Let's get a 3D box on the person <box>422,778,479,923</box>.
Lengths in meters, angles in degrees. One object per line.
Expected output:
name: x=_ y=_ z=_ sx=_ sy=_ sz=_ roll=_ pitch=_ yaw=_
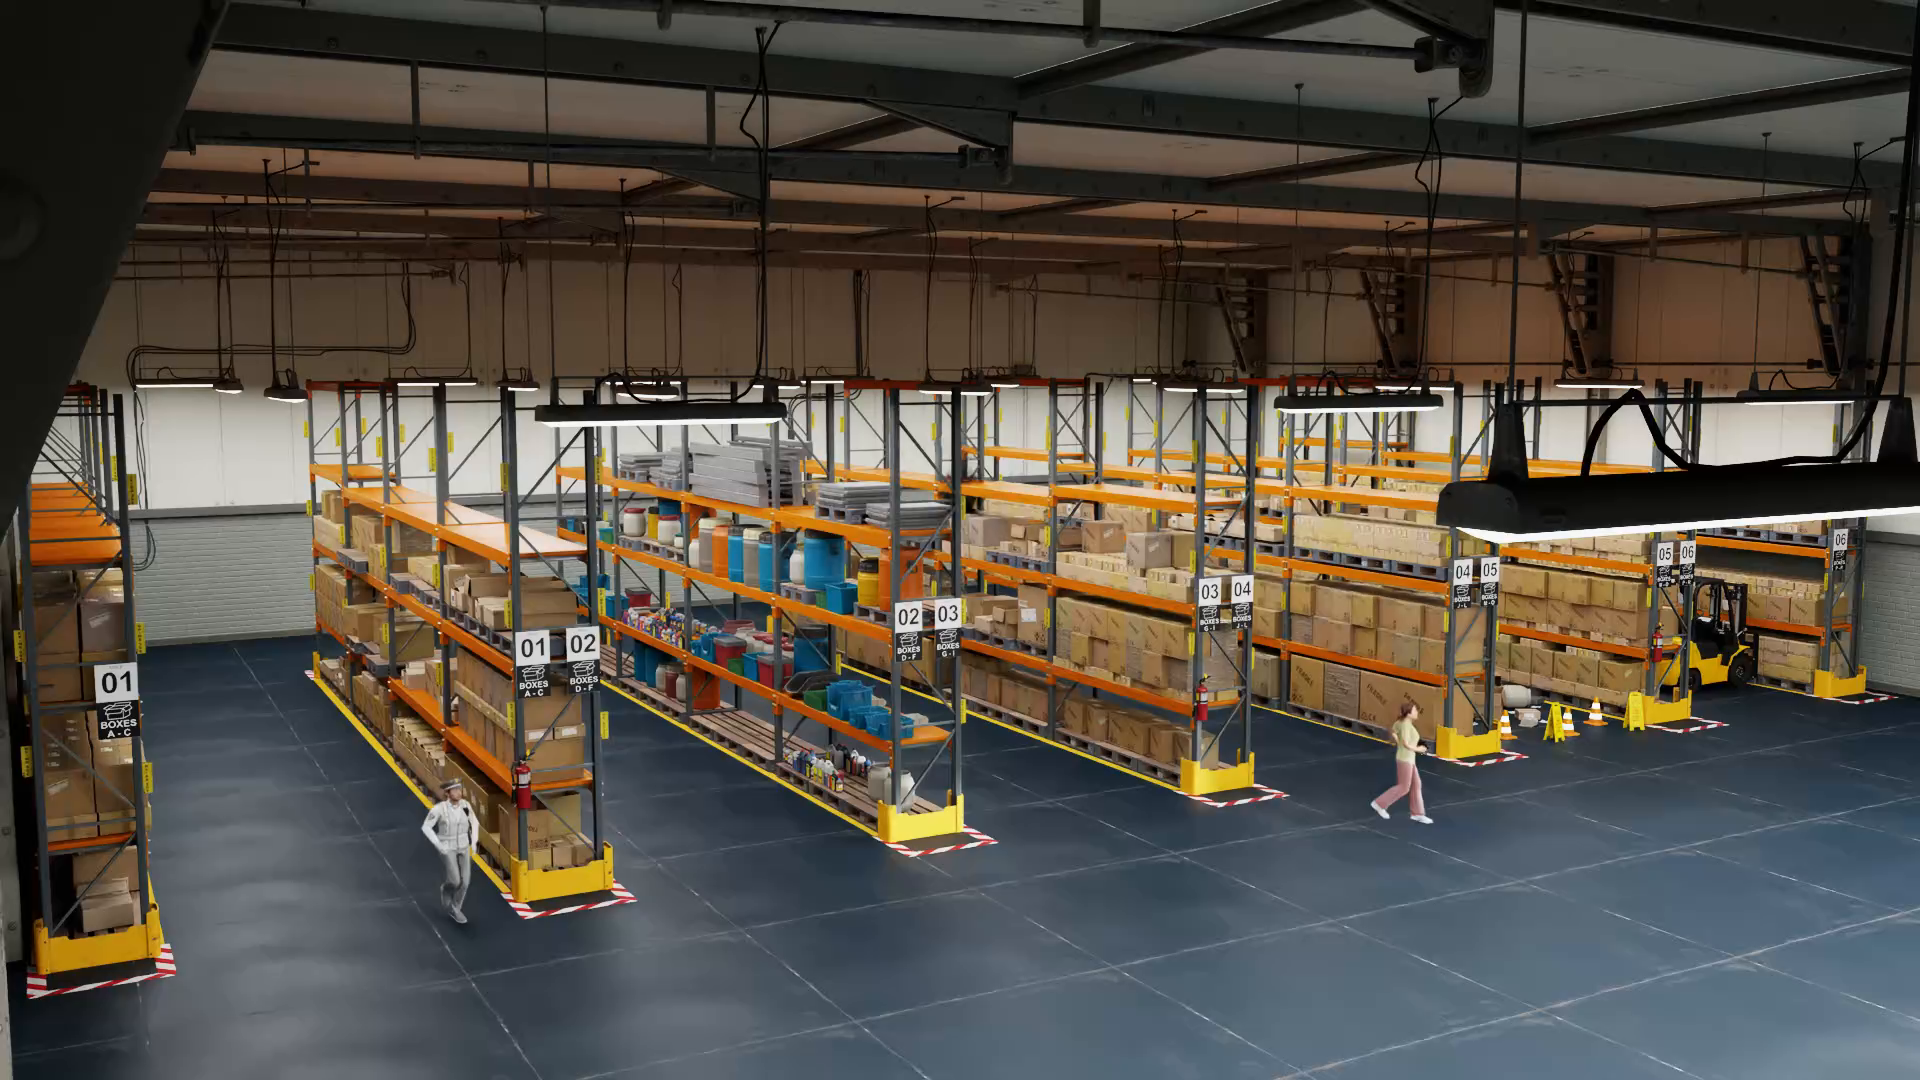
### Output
person: x=-5.754 y=3.512 z=18.916 sx=0.652 sy=1.666 sz=0.502 roll=-5 pitch=8 yaw=-39

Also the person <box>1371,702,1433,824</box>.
person: x=6.110 y=3.067 z=22.924 sx=0.846 sy=1.686 sz=0.598 roll=1 pitch=6 yaw=10
